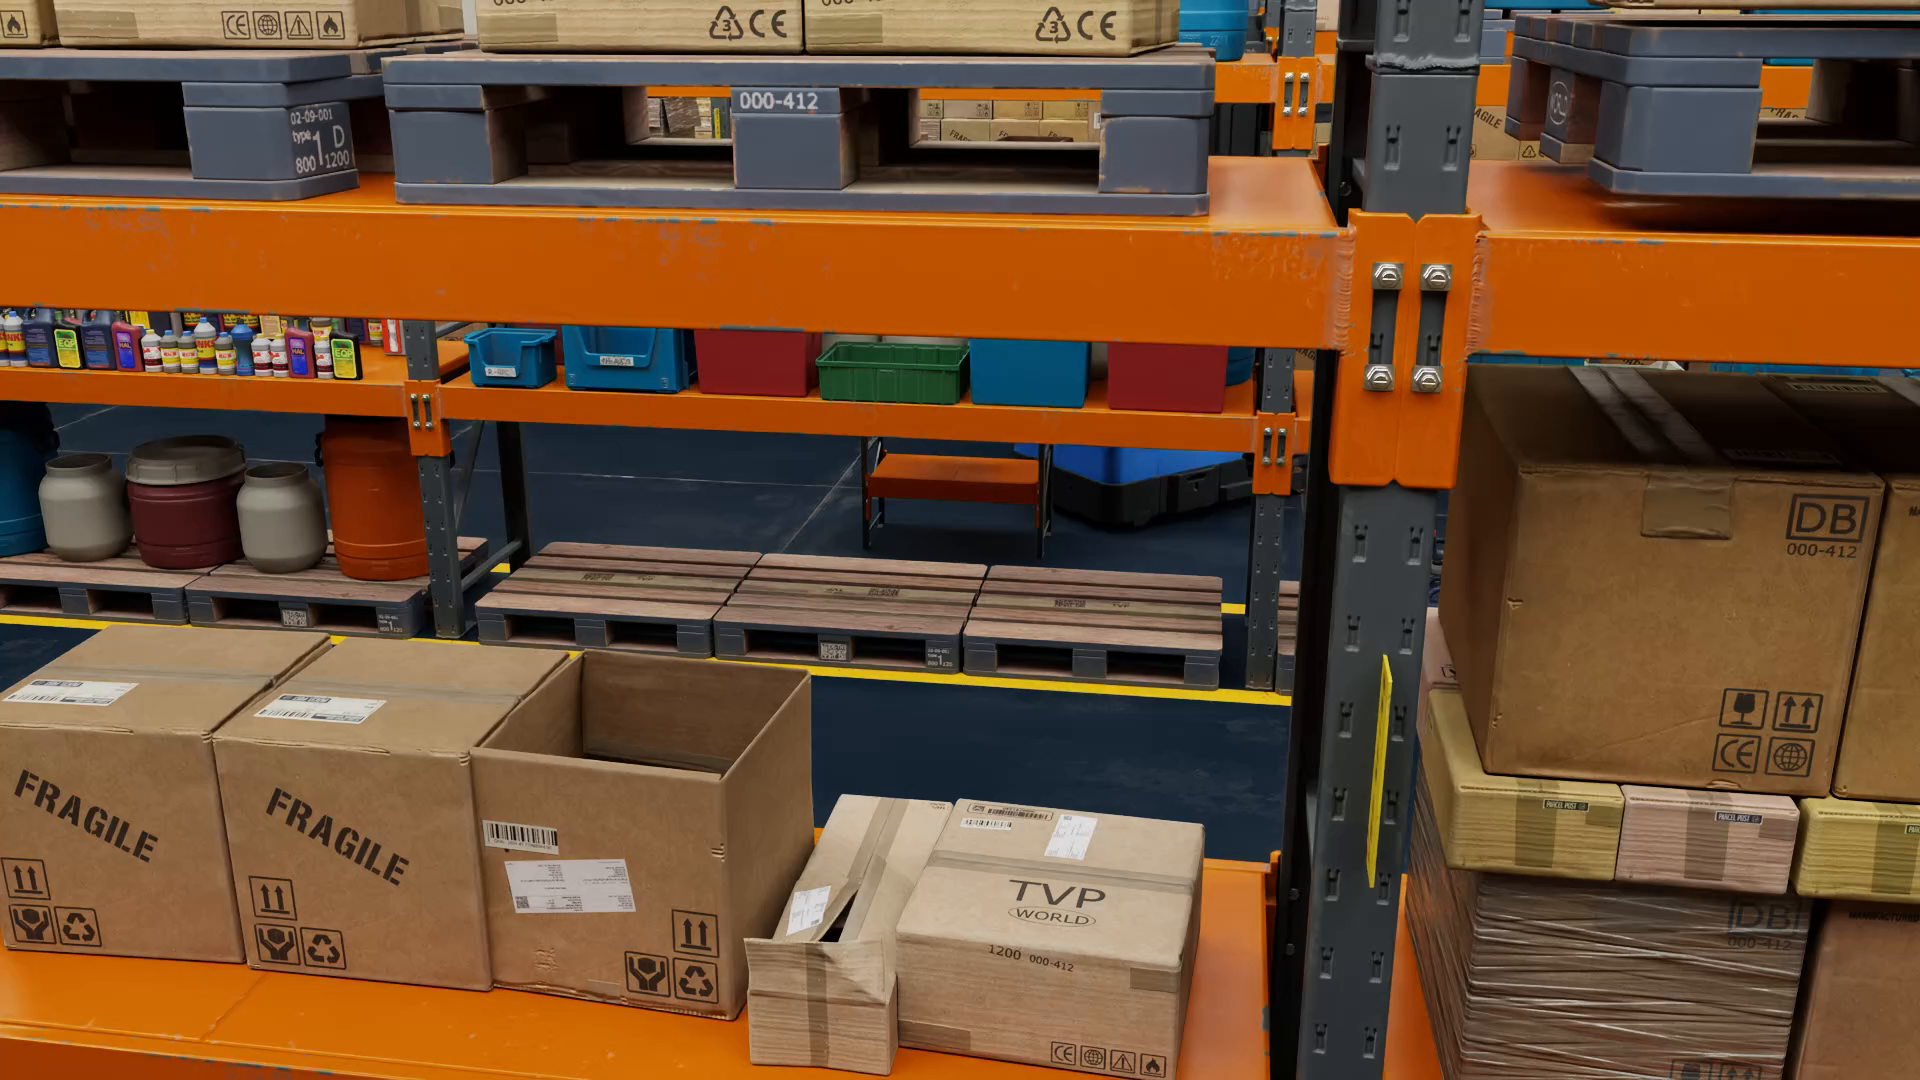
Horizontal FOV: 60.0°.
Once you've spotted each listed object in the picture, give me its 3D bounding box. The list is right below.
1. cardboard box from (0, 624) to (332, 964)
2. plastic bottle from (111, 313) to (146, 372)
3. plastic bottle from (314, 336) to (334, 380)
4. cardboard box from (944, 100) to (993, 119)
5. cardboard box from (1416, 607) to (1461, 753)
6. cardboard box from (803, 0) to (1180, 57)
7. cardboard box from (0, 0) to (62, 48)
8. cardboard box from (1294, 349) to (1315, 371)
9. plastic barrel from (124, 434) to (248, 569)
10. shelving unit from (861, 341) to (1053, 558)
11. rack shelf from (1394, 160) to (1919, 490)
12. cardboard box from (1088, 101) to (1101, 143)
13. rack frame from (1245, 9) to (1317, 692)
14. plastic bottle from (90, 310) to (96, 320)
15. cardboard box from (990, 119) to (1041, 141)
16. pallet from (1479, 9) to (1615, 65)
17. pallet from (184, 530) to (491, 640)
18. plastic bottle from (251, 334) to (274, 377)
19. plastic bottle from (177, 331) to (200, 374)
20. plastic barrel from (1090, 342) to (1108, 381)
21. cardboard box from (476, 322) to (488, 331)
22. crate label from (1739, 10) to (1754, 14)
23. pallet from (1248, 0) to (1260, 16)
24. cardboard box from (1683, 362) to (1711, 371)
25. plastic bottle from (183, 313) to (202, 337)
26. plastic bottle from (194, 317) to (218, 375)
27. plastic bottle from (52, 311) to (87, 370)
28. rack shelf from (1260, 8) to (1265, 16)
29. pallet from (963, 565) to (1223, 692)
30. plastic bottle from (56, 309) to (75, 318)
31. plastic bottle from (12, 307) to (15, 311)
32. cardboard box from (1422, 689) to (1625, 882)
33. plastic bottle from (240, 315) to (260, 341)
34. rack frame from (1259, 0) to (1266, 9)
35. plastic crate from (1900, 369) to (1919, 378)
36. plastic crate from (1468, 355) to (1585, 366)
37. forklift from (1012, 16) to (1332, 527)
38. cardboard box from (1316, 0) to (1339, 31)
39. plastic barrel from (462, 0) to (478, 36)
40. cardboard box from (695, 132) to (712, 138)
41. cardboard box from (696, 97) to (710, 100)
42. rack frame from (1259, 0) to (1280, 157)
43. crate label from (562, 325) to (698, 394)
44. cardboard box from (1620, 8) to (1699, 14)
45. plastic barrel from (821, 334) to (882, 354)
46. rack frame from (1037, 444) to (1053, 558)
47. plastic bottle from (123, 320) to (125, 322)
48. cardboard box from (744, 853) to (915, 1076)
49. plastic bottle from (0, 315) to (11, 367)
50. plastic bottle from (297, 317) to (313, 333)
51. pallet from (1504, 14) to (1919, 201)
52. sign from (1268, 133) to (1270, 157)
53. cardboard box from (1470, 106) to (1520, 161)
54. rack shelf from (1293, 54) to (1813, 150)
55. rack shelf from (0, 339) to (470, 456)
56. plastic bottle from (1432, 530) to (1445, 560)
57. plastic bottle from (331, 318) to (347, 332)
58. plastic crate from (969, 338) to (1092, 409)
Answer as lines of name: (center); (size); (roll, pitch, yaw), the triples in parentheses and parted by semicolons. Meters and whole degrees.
cardboard box: (-1.614, 0.504, 3.413); (0.500, 0.500, 0.500); (2, 19, 6)
plastic bottle: (-4.079, -0.969, 8.155); (0.133, 0.283, 0.061); (3, 19, 9)
plastic bottle: (-3.062, -0.884, 8.031); (0.097, 0.201, 0.097); (0, 18, 0)
cardboard box: (0.129, -4.651, 17.244); (0.500, 0.500, 0.700); (3, 19, 8)
cardboard box: (0.979, 0.265, 3.105); (0.250, 0.149, 0.380); (3, 19, 9)
cardboard box: (0.069, -0.912, 2.647); (0.500, 0.250, 0.500); (5, 19, 14)
cardboard box: (-1.733, -1.021, 2.973); (0.500, 0.250, 0.500); (3, 19, 8)
cardboard box: (2.640, -1.411, 12.572); (0.500, 0.500, 0.500); (2, 19, 7)
plastic barrel: (-4.085, -0.212, 8.847); (0.708, 0.588, 0.600); (3, 19, 9)
shelving unit: (-0.007, -0.534, 9.626); (1.048, 1.125, 0.538); (3, 19, 9)
rack shelf: (2.651, -0.308, 2.402); (4.000, 0.370, 1.077); (3, 19, 9)
cardboard box: (1.489, -2.998, 12.428); (1.000, 1.000, 1.000); (3, 19, 9)
rack frame: (1.465, -0.879, 7.702); (0.127, 3.000, 1.000); (3, 19, 9)
plastic bottle: (-4.654, -1.209, 9.002); (0.097, 0.201, 0.097); (0, 18, 0)
cardboard box: (0.589, -4.071, 17.084); (0.500, 0.500, 0.500); (3, 19, 9)
pallet: (2.193, -2.206, 7.239); (1.003, 0.211, 1.213); (3, 19, 9)
pallet: (-3.269, 0.216, 8.826); (1.213, 0.211, 1.003); (3, 19, 9)
plastic bottle: (-3.386, -0.901, 8.080); (0.097, 0.201, 0.097); (0, 18, 0)
plastic bottle: (-3.770, -0.920, 8.139); (0.097, 0.201, 0.097); (0, 18, 0)
plastic barrel: (0.556, -1.060, 8.030); (0.433, 0.535, 0.433); (0, 18, 0)
cardboard box: (-3.255, -1.912, 13.476); (0.875, 0.875, 1.225); (3, 19, 9)
crate label: (3.619, -2.227, 7.239); (0.408, 0.251, 0.502); (3, 19, 9)
pallet: (1.658, -3.828, 12.086); (1.003, 0.211, 1.213); (3, 19, 9)
cardboard box: (5.587, -1.279, 12.177); (0.500, 0.500, 0.500); (7, 20, 19)
plastic bottle: (-4.110, -1.215, 8.908); (0.097, 0.271, 0.097); (0, 18, 0)
plastic bottle: (-3.674, -0.948, 8.113); (0.097, 0.271, 0.097); (0, 18, 0)
plastic bottle: (-4.394, -0.985, 8.203); (0.133, 0.283, 0.061); (3, 19, 9)
rack shelf: (5.798, -6.516, 20.956); (4.000, 0.370, 1.077); (3, 19, 9)
pallet: (0.684, 0.416, 8.226); (1.213, 0.211, 1.003); (3, 19, 9)
plastic bottle: (-4.774, -1.199, 8.863); (0.097, 0.271, 0.097); (0, 18, 0)
plastic bottle: (-5.134, -1.260, 9.037); (0.135, 0.276, 0.152); (3, 19, 9)
cardboard box: (0.911, 0.392, 2.724); (0.250, 0.149, 0.380); (3, 19, 9)
plastic bottle: (-3.786, -1.198, 8.859); (0.097, 0.271, 0.097); (0, 18, 0)
rack frame: (3.823, -5.535, 21.618); (0.127, 3.000, 1.000); (3, 19, 9)
plastic crate: (4.233, -0.573, 7.022); (0.408, 0.251, 0.499); (3, 19, 9)
plastic crate: (2.601, -0.838, 7.813); (0.616, 0.251, 0.499); (3, 19, 9)
forklift: (1.829, -1.814, 10.606); (3.031, 2.935, 1.130); (-12, 22, -33)
cardboard box: (2.655, -3.679, 11.580); (0.500, 0.250, 0.500); (2, 19, 7)
plastic barrel: (-2.226, -2.444, 7.476); (0.421, 0.512, 0.421); (0, 18, 0)
cardboard box: (-2.637, -4.208, 17.385); (0.250, 0.149, 0.380); (3, 19, 10)
cardboard box: (-2.781, -4.706, 17.937); (0.250, 0.149, 0.380); (3, 19, 8)
rack frame: (2.251, -2.430, 12.339); (0.127, 3.000, 1.000); (3, 19, 9)
crate label: (-1.546, -0.962, 7.895); (0.616, 0.435, 0.502); (3, 19, 9)
cardboard box: (4.686, -3.578, 11.278); (0.500, 0.250, 0.500); (3, 19, 10)
plastic barrel: (-0.596, -1.119, 8.205); (0.433, 0.535, 0.433); (0, 18, 0)
rack frame: (0.495, -0.508, 9.549); (0.032, 1.125, 0.500); (3, 19, 9)
plastic bottle: (-4.239, -1.023, 8.318); (0.133, 0.283, 0.061); (3, 19, 9)
cardboard box: (-0.221, 0.750, 3.046); (0.258, 0.266, 0.396); (2, 19, 7)
plastic bottle: (-4.783, -1.005, 8.282); (0.097, 0.271, 0.097); (0, 18, 0)
plastic bottle: (-3.436, -1.161, 8.747); (0.097, 0.271, 0.097); (0, 18, 0)
pallet: (1.522, -0.673, 2.498); (1.213, 0.211, 1.003); (3, 19, 9)
sign: (2.167, -2.805, 11.635); (0.005, 0.325, 0.100); (3, 19, 9)
cardboard box: (3.643, -2.941, 11.662); (0.500, 0.500, 0.500); (3, 19, 9)
rack shelf: (3.440, -1.859, 7.039); (4.000, 0.370, 1.077); (3, 19, 9)
rack shelf: (-4.459, -0.839, 8.718); (4.000, 0.370, 1.077); (3, 19, 9)
plastic bottle: (2.337, 0.121, 8.196); (0.185, 0.351, 0.144); (2, 19, 6)
plastic bottle: (-3.317, -1.167, 8.761); (0.135, 0.276, 0.152); (3, 19, 9)
plastic crate: (0.327, -0.829, 7.579); (0.575, 0.384, 0.392); (3, 19, 9)
